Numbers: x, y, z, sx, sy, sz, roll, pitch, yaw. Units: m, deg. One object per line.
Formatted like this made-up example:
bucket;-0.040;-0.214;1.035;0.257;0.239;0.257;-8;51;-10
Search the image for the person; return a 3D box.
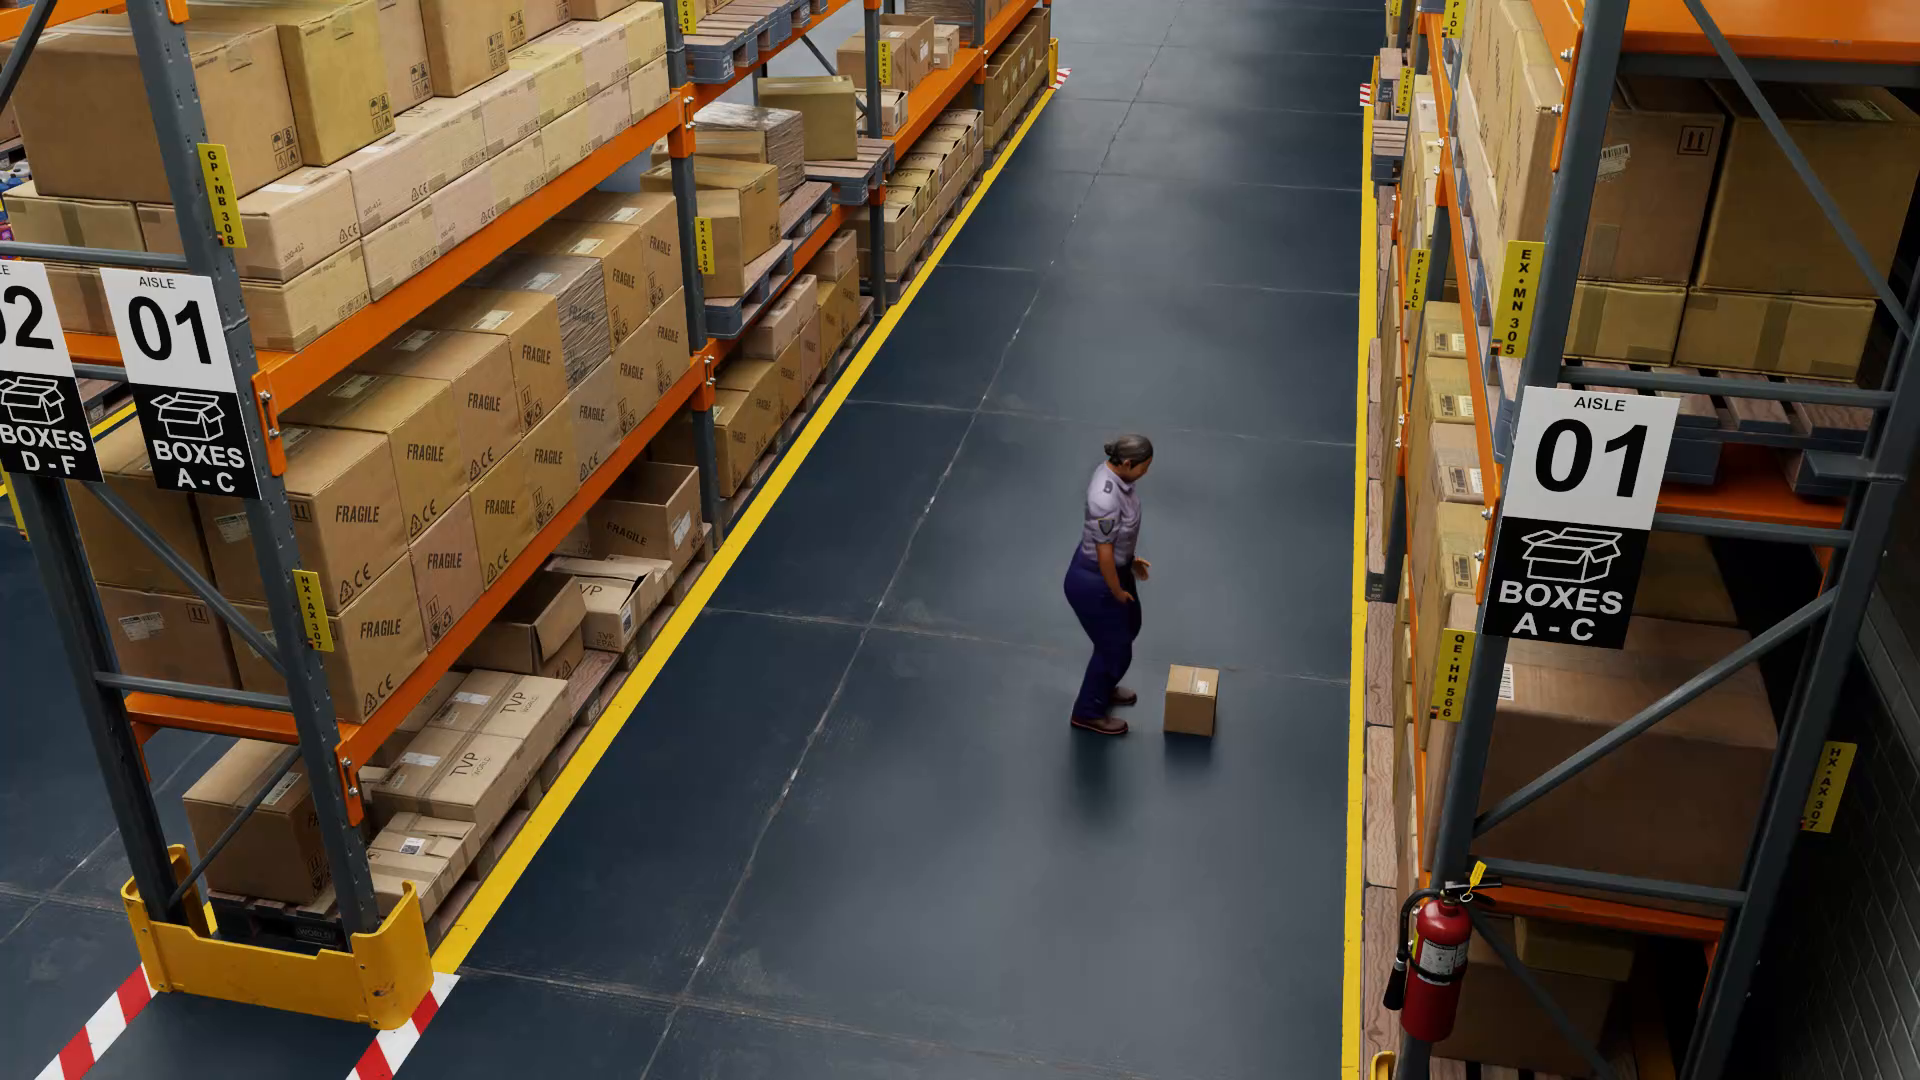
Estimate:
person;0.738;0.187;8.345;0.396;1.607;0.496;7;30;12
